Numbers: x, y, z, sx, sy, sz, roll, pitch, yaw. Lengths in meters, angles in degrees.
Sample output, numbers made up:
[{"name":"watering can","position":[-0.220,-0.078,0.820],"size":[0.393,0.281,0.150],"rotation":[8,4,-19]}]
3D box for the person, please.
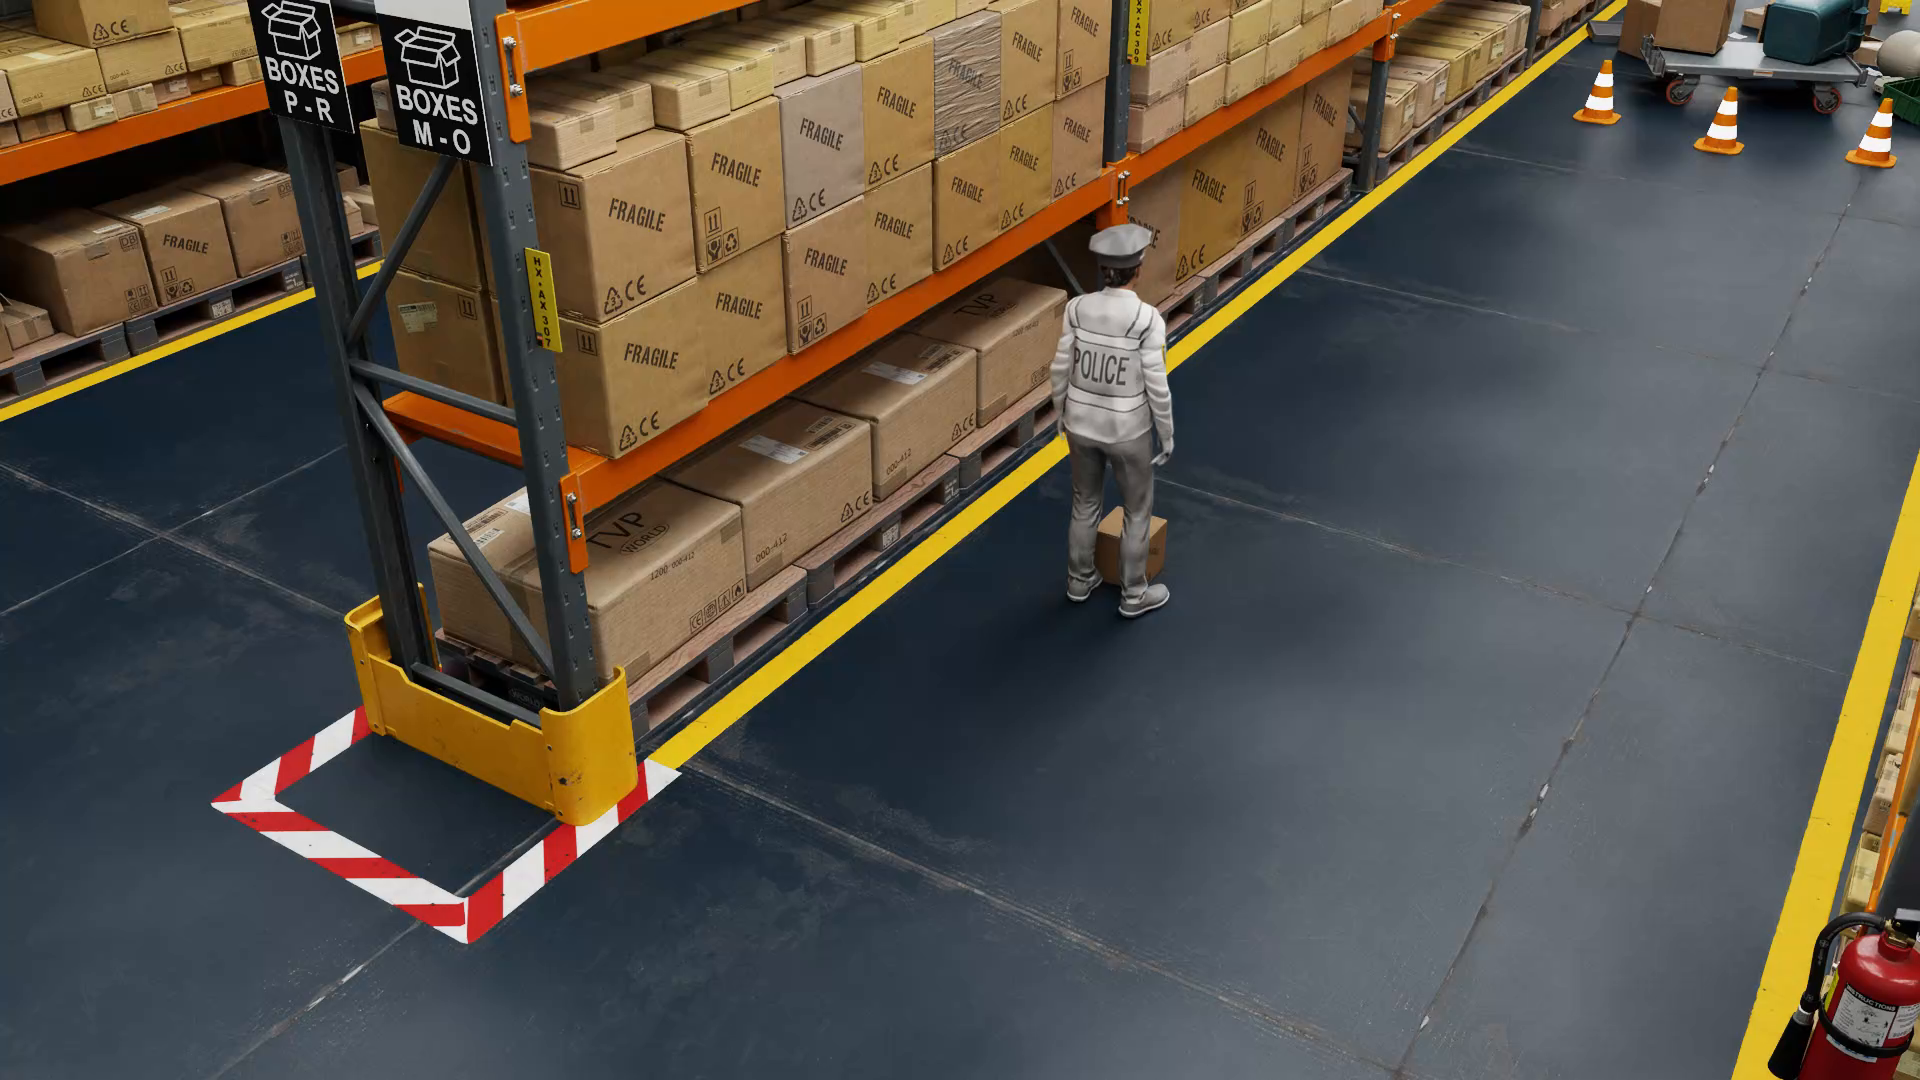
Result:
[{"name":"person","position":[0.629,-0.466,6.914],"size":[0.542,1.665,0.373],"rotation":[16,34,26]}]
